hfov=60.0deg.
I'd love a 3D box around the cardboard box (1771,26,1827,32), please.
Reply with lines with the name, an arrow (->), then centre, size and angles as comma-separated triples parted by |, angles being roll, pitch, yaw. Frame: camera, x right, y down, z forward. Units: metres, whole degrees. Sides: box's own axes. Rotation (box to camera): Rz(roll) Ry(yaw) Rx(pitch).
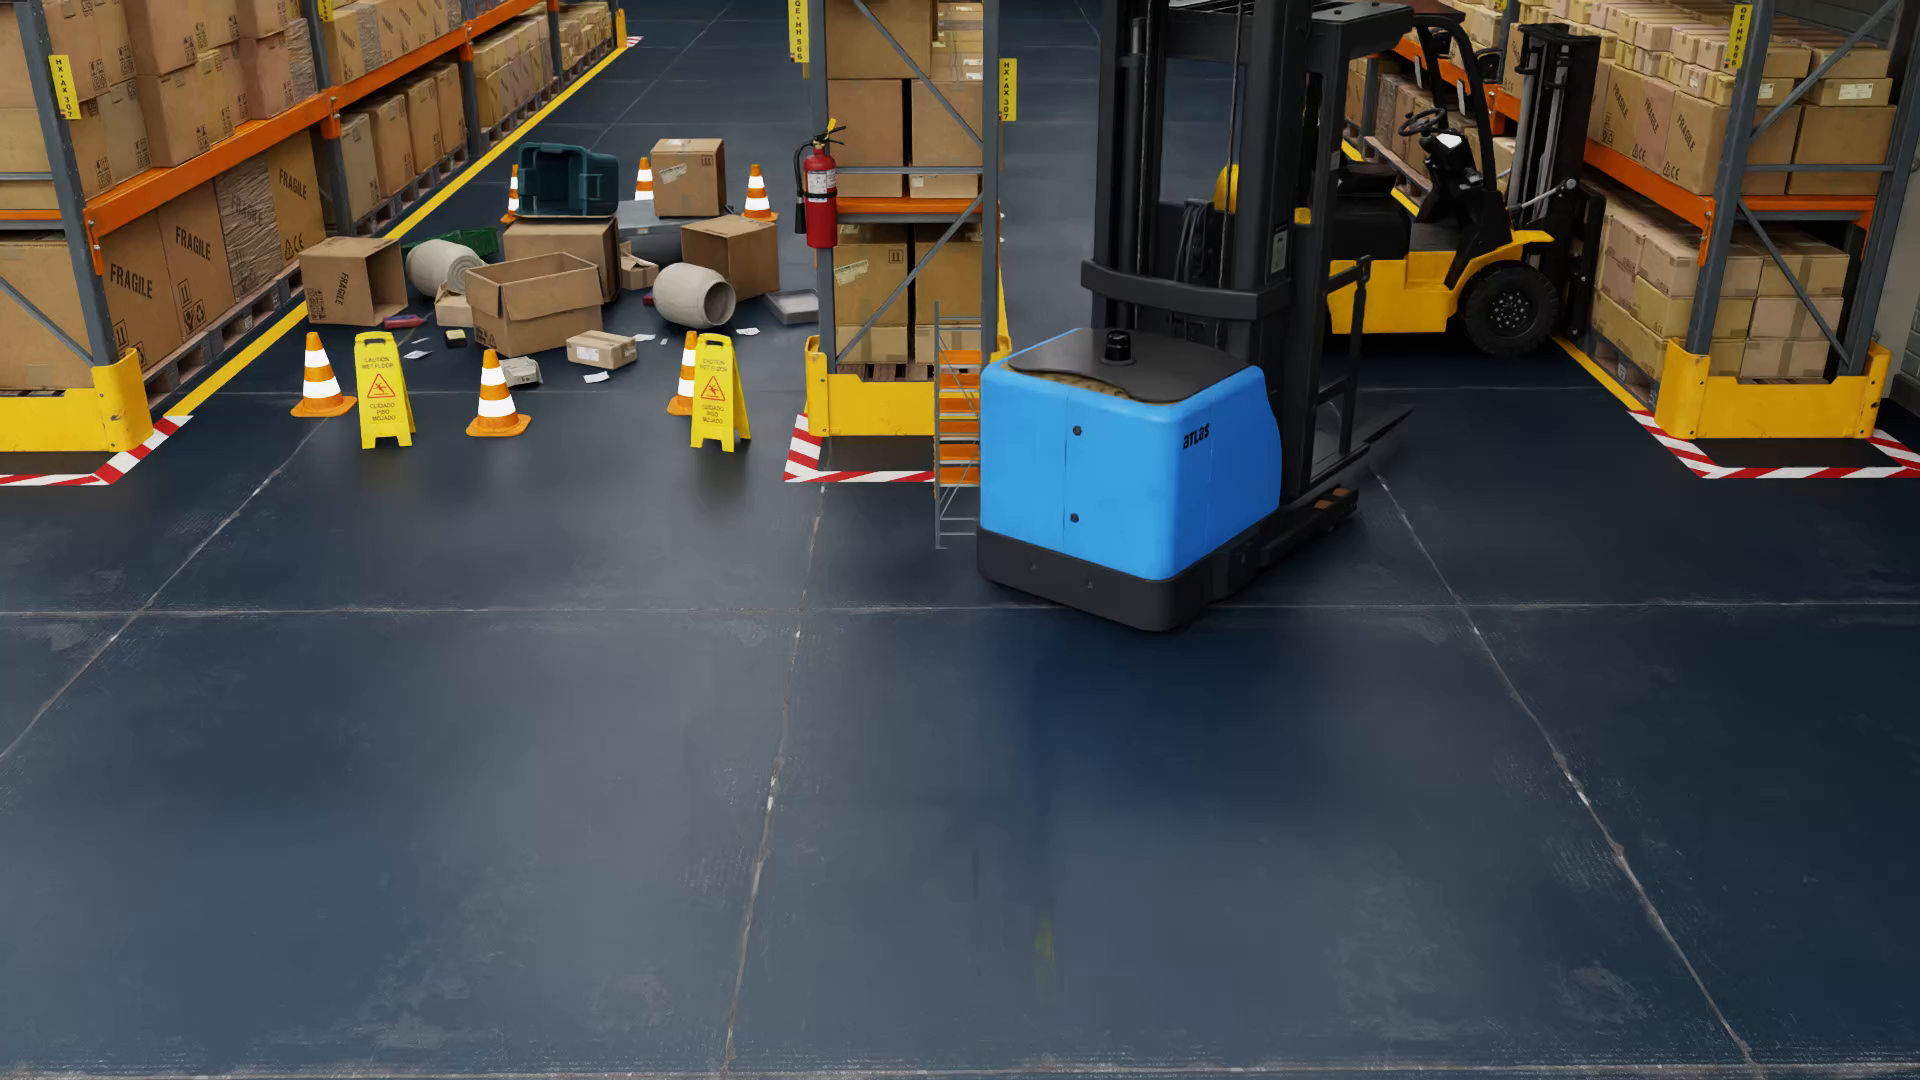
cardboard box -> 4.907, -2.963, 9.891 | 0.380, 0.149, 0.250 | 0, 24, 0

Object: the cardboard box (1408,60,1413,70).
cardboard box -> 4.913, -4.998, 17.398 | 0.380, 0.149, 0.250 | 0, 24, 1

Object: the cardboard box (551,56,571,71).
cardboard box -> -5.055, -5.929, 20.669 | 0.380, 0.149, 0.250 | -1, 24, -3

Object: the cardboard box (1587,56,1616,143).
cardboard box -> 4.384, -2.907, 10.916 | 0.500, 0.500, 0.500 | 0, 24, 0

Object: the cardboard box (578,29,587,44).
cardboard box -> -5.106, -6.597, 21.785 | 0.380, 0.149, 0.250 | 0, 24, -1

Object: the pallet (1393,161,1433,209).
pallet -> 4.564, -3.213, 15.098 | 1.003, 0.211, 1.213 | 0, 24, -1

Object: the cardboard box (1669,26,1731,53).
cardboard box -> 4.464, -2.963, 9.893 | 0.380, 0.149, 0.250 | 0, 24, 0

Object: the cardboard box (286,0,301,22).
cardboard box -> -5.315, -3.997, 11.954 | 0.875, 0.550, 0.550 | 0, 24, -1

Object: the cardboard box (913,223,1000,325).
cardboard box -> -0.026, -1.628, 10.126 | 0.500, 0.500, 0.500 | -1, 24, -2

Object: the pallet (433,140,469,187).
pallet -> -5.395, -3.641, 16.044 | 1.003, 0.211, 1.213 | 0, 24, -1

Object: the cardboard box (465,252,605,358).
cardboard box -> -2.843, -1.579, 11.131 | 0.797, 0.503, 0.637 | -19, 31, -36

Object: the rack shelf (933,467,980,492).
rack shelf -> 0.000, -0.282, 8.107 | 0.258, 0.103, 0.180 | 0, 24, -1

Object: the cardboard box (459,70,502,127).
cardboard box -> -5.081, -4.582, 17.264 | 0.500, 0.500, 0.500 | -1, 24, -3

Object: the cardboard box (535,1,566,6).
cardboard box -> -5.750, -7.479, 23.375 | 0.380, 0.149, 0.250 | -1, 24, -3

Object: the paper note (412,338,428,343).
paper note -> -3.642, -1.344, 11.209 | 0.032, 0.001, 0.123 | 13, 27, 27

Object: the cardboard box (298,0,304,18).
cardboard box -> -5.296, -4.294, 12.770 | 0.700, 0.500, 0.500 | -1, 24, -1

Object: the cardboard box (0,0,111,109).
cardboard box -> -5.207, -2.654, 8.985 | 0.875, 0.550, 0.550 | 0, 24, -1

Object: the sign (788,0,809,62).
sign -> -0.848, -2.681, 8.750 | 0.100, 0.325, 0.005 | 0, 24, -1

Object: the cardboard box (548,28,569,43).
cardboard box -> -5.113, -6.305, 20.779 | 0.380, 0.149, 0.250 | 1, 24, 2

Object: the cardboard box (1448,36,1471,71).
cardboard box -> 4.349, -4.021, 13.684 | 0.500, 0.250, 0.500 | 0, 24, -1

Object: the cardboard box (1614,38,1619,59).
cardboard box -> 4.436, -3.142, 10.649 | 0.380, 0.149, 0.250 | 0, 24, -1

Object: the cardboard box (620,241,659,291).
cardboard box -> -2.474, -2.061, 12.485 | 0.258, 0.266, 0.396 | -19, 31, -36

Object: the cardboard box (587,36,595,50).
cardboard box -> -5.117, -6.676, 22.320 | 0.380, 0.149, 0.250 | 0, 24, 0

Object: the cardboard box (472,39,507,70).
cardboard box -> -5.100, -5.125, 17.555 | 0.500, 0.250, 0.500 | -1, 24, -1

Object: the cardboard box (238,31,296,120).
cardboard box -> -5.240, -3.278, 11.676 | 0.875, 0.550, 0.550 | 0, 24, -1

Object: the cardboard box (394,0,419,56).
cardboard box -> -5.036, -4.475, 14.383 | 0.500, 0.500, 0.500 | 0, 24, 0

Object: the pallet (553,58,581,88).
pallet -> -5.415, -5.891, 21.019 | 1.003, 0.211, 1.213 | 0, 24, -1

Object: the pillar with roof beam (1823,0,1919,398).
pillar with roof beam -> 1.260, -5.033, 8.458 | 9.100, 9.000, 0.400 | 0, 24, -1

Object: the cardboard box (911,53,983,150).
cardboard box -> -0.029, -2.595, 9.865 | 0.500, 0.500, 0.500 | 0, 24, 1

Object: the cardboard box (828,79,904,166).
cardboard box -> -0.574, -2.408, 9.451 | 0.500, 0.500, 0.500 | -1, 24, -1

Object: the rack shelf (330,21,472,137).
rack shelf -> -5.307, -4.085, 14.515 | 1.077, 0.370, 4.000 | 0, 24, -1

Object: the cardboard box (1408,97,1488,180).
cardboard box -> 4.599, -3.630, 15.008 | 0.875, 0.625, 0.625 | -1, 24, -3

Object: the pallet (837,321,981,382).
pallet -> -0.267, -1.100, 10.425 | 1.003, 0.211, 1.213 | 0, 24, -1

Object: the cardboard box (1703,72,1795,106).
cardboard box -> 4.387, -2.511, 9.253 | 0.380, 0.149, 0.250 | 0, 24, 0

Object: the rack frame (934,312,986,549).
rack frame -> 0.001, -0.503, 7.906 | 0.240, 1.200, 0.006 | 0, 24, -1

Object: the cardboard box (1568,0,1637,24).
cardboard box -> 4.369, -3.594, 11.288 | 0.380, 0.149, 0.250 | -1, 24, -1

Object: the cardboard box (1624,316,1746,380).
cardboard box -> 4.350, -1.159, 9.999 | 0.500, 0.250, 0.500 | 0, 24, 0

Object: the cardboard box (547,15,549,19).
cardboard box -> -5.617, -6.834, 21.948 | 0.380, 0.149, 0.250 | 0, 24, 0

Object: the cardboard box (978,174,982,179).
cardboard box -> -0.028, -2.244, 9.877 | 0.380, 0.149, 0.250 | -1, 24, -2

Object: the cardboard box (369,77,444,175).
cardboard box -> -5.399, -3.791, 15.213 | 1.050, 0.750, 0.750 | 0, 24, 0

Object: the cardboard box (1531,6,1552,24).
cardboard box -> 4.372, -3.778, 12.055 | 0.380, 0.149, 0.250 | 0, 24, 1

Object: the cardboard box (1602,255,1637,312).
cardboard box -> 4.358, -1.600, 10.368 | 0.500, 0.250, 0.500 | 0, 24, -1

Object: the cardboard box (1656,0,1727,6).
cardboard box -> 4.958, -3.600, 11.301 | 0.380, 0.149, 0.250 | -1, 24, -1

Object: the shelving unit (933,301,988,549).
shelving unit -> 0.000, -0.541, 7.990 | 0.258, 1.200, 0.189 | 0, 24, -1

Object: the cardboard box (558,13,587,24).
cardboard box -> -5.192, -6.943, 22.190 | 0.380, 0.149, 0.250 | -1, 24, -2

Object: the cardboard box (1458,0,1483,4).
cardboard box -> 4.295, -4.472, 13.590 | 0.380, 0.149, 0.250 | -1, 24, -2

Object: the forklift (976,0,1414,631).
forklift -> 1.375, -1.481, 7.968 | 1.130, 2.935, 3.031 | 18, 30, 34

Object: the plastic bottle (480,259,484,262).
plastic bottle -> -3.773, -2.142, 12.913 | 0.133, 0.061, 0.283 | -14, 28, -28

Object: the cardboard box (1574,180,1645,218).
cardboard box -> 4.329, -2.237, 11.171 | 0.500, 0.250, 0.500 | -1, 24, -2

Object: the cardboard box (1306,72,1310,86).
cardboard box -> 4.336, -5.605, 19.527 | 0.500, 0.500, 0.500 | -1, 24, -1

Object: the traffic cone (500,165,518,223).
traffic cone -> -3.790, -2.992, 14.304 | 0.336, 0.463, 0.334 | 0, 24, -1

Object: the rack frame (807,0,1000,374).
rack frame -> -0.293, -2.004, 9.041 | 1.000, 3.000, 0.127 | 0, 24, -1
